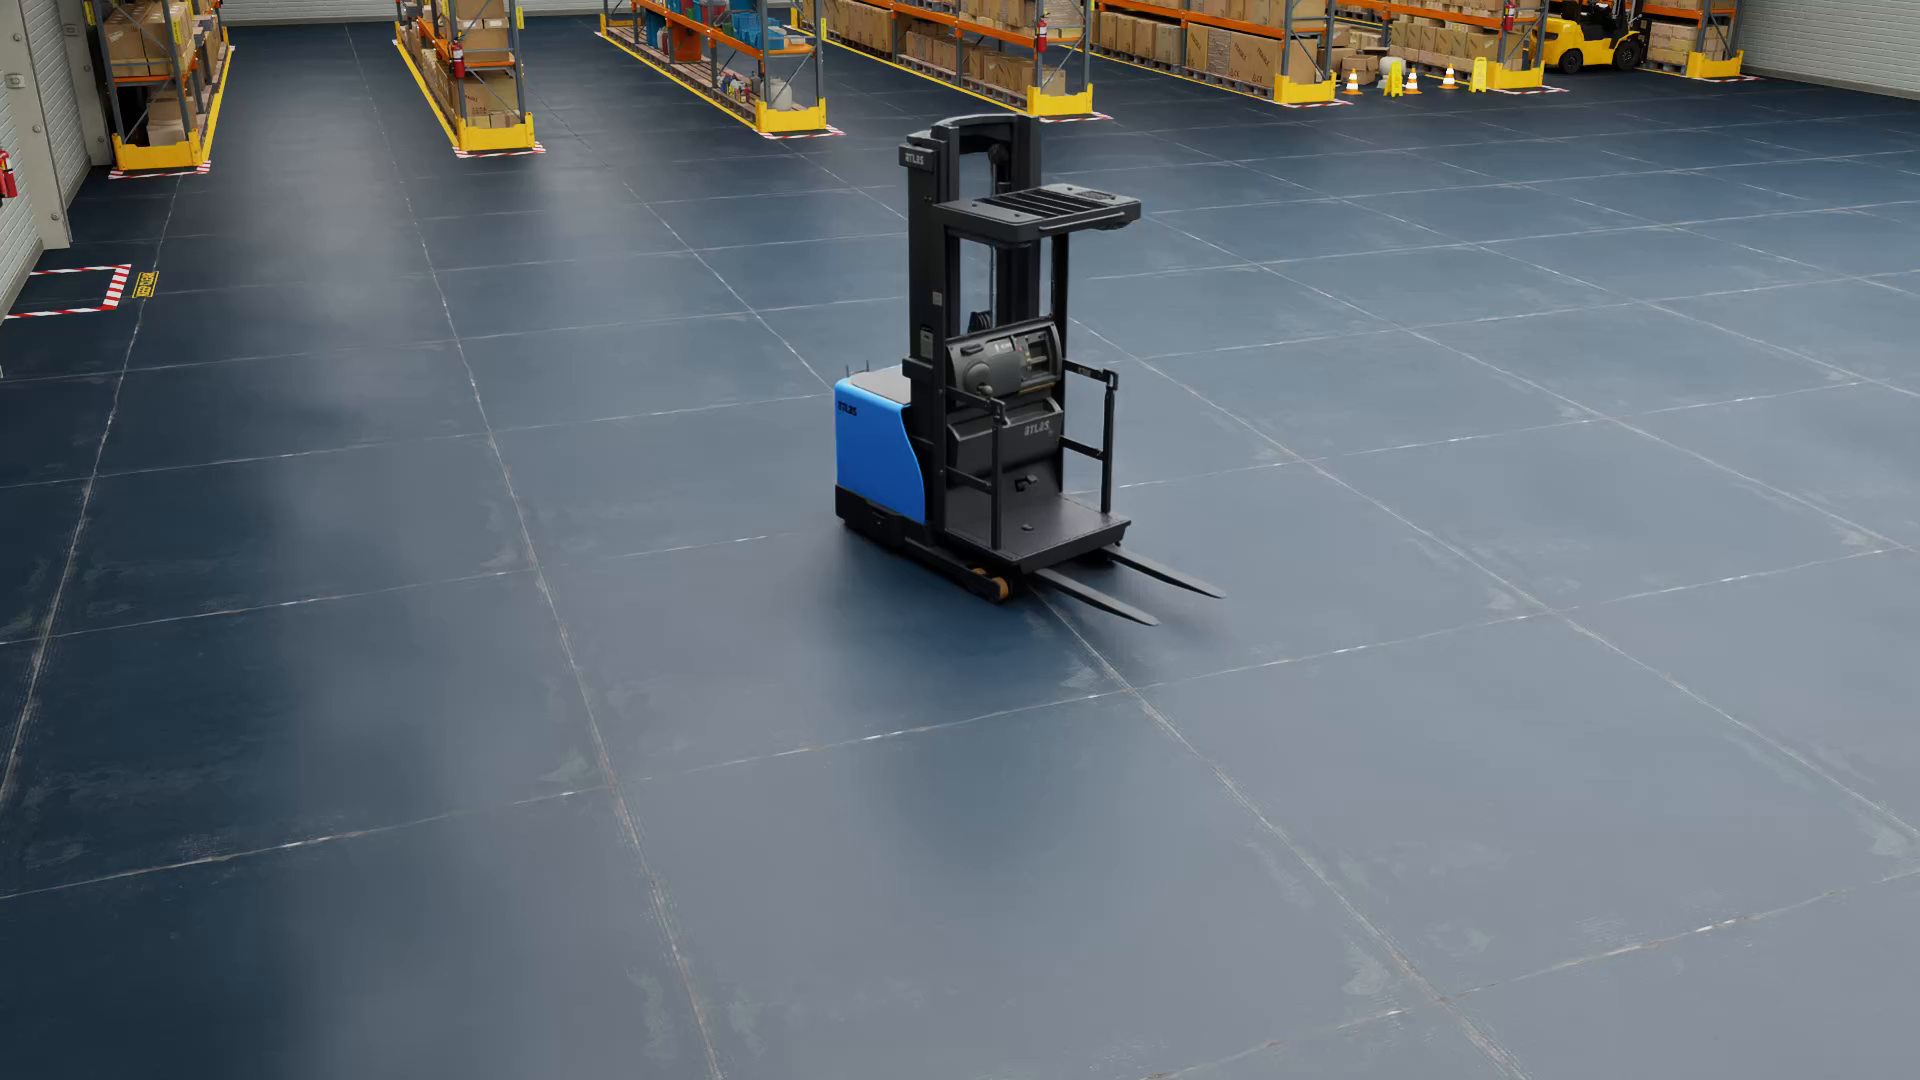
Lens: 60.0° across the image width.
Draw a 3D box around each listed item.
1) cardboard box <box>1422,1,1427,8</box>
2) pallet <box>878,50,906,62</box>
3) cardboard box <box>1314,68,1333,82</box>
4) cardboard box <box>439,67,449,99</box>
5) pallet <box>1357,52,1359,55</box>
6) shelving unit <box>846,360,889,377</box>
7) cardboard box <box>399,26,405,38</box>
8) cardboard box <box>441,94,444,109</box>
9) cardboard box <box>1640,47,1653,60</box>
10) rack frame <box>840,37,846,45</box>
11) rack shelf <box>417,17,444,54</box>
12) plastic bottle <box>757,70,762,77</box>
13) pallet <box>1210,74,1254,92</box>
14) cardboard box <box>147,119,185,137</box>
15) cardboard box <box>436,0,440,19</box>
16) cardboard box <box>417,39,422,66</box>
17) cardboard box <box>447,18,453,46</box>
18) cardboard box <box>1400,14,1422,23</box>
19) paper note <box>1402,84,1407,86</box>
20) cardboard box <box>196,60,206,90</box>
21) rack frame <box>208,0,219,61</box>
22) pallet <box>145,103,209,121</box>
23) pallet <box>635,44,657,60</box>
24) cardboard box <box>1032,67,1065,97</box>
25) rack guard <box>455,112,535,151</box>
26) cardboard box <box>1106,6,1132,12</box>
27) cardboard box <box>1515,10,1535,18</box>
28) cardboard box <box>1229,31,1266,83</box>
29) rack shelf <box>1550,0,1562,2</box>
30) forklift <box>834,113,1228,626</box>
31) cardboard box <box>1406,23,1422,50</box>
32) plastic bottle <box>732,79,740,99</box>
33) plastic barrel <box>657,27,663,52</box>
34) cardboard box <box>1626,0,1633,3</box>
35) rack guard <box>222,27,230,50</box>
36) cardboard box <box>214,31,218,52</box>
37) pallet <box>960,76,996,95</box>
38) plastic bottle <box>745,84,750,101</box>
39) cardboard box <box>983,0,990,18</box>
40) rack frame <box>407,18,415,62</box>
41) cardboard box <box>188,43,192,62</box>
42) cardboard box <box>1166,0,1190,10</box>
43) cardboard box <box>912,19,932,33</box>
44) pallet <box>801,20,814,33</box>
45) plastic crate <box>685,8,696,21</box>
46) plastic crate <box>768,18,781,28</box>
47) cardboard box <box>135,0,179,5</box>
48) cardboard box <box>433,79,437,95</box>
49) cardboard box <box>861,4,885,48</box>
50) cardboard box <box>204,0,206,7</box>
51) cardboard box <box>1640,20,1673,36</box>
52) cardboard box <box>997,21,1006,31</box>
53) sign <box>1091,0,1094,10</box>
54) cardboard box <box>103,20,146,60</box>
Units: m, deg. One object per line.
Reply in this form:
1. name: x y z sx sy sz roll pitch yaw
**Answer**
1. cardboard box: 9.931 -11.235 34.868 0.380 0.149 0.250 -8 24 -19
2. pallet: -1.211 -10.979 37.527 1.003 0.211 1.213 -8 24 -19
3. cardboard box: 7.416 -9.526 34.009 0.396 0.266 0.258 -4 23 -10
4. cardboard box: -8.634 -7.853 28.555 0.500 0.500 0.500 -8 24 -19
5. pallet: 8.970 -11.315 38.325 1.003 0.211 1.213 -8 24 -19
6. shelving unit: -0.668 -0.772 12.229 0.215 1.050 0.252 -18 29 -37
7. cardboard box: -12.995 -12.034 39.413 0.500 0.250 0.500 -8 24 -19
8. cardboard box: -8.807 -7.690 29.133 0.500 0.250 0.500 -8 24 -19
9. cardboard box: 14.940 -10.521 35.850 0.500 0.250 0.500 -8 24 -18
10. rack frame: -2.416 -13.421 39.730 1.000 3.000 0.127 -8 24 -19
11. rack shelf: -9.565 -9.551 31.475 1.077 0.370 4.000 -8 24 -19
12. plastic bottle: -3.726 -8.622 31.188 0.144 0.351 0.185 -9 24 -20
13. pallet: 5.716 -9.142 33.168 1.003 0.211 1.213 -8 24 -19
14. cardboard box: -12.440 -6.456 26.101 0.500 0.311 0.500 -6 24 -15
15. cardboard box: -9.664 -10.048 31.599 0.500 0.500 0.500 -10 25 -22
16. cardboard box: -11.004 -10.156 34.636 0.500 0.500 0.500 -9 25 -21
17. cardboard box: -8.330 -8.668 28.325 0.700 0.500 0.500 -8 24 -18
18. cardboard box: 9.625 -11.139 35.516 0.380 0.149 0.250 -8 24 -18
19. paper note: 8.898 -9.122 33.354 0.148 0.019 0.142 -18 29 -37
20. cardboard box: -14.602 -8.725 31.240 0.700 0.500 0.500 -8 24 -18
21. rack frame: -16.318 -11.382 34.892 1.000 3.000 0.127 -8 24 -19
22. pallet: -13.768 -7.473 29.208 1.003 0.211 1.213 -8 24 -19
23. pallet: -6.816 -11.170 37.980 1.003 0.211 1.213 -8 24 -19
24. cardboard box: 1.618 -8.331 30.332 0.500 0.500 0.500 -4 23 -9
25. rack guard: -7.437 -6.542 26.628 1.175 0.500 0.348 -8 24 -19
26. cardboard box: 3.656 -12.282 38.740 0.500 0.250 0.500 -9 25 -21
27. cardboard box: 11.168 -10.456 33.020 0.380 0.149 0.250 -8 24 -19
28. cardboard box: 5.885 -9.475 32.564 0.875 0.875 0.875 -9 24 -20
29. rack shelf: 13.617 -12.951 39.542 1.077 0.370 4.000 -8 24 -19
30. forklift: 0.438 -1.165 10.739 1.130 2.935 3.031 -18 29 -37
31. cardboard box: 9.837 -10.701 35.312 0.500 0.500 0.500 -7 24 -17
32. plastic bottle: -4.044 -8.176 30.129 0.144 0.351 0.185 -7 24 -17
33. plastic barrel: -6.507 -11.113 36.918 0.421 0.512 0.421 0 23 0
34. cardboard box: 14.773 -11.849 35.871 0.500 0.500 0.500 -8 24 -19
35. rack guard: -17.739 -11.692 38.847 1.175 0.500 0.348 -8 24 -19
36. cardboard box: -16.660 -10.892 36.408 0.700 0.500 0.500 -9 24 -20
37. pallet: 0.681 -8.990 32.807 1.003 0.211 1.213 -8 24 -19
38. plastic bottle: -3.833 -8.049 29.916 0.061 0.283 0.133 -8 24 -19
39. cardboard box: 0.926 -10.171 31.507 0.875 0.500 0.500 -8 24 -19
40. rack frame: -11.685 -12.063 36.508 1.000 3.000 0.127 -8 24 -19
41. cardboard box: -12.502 -7.739 26.417 0.500 0.250 0.500 -8 24 -19
42. cardboard box: 4.652 -11.357 34.704 0.500 0.500 0.500 -8 24 -19
43. cardboard box: -0.738 -11.124 35.968 0.500 0.250 0.500 -7 24 -17
44. pallet: -3.473 -13.309 43.056 1.003 0.211 1.213 -8 24 -19
45. plastic crate: -5.103 -10.331 32.671 0.450 0.188 0.662 -8 24 -19
46. plastic crate: -3.578 -9.401 30.384 0.499 0.251 0.616 -8 24 -19
47. cardboard box: -13.640 -8.913 28.341 0.700 0.500 0.500 -8 24 -19
48. cardboard box: -9.453 -8.377 30.764 0.500 0.250 0.500 -9 24 -20
49. cardboard box: -1.535 -11.760 37.985 1.225 0.875 0.875 -8 24 -19
50. cardboard box: -15.379 -10.893 33.194 0.500 0.500 0.500 -8 24 -17
51. cardboard box: 14.909 -10.981 35.654 0.500 0.250 0.500 -8 24 -18
52. cardboard box: 0.901 -9.551 30.871 0.380 0.149 0.250 -8 24 -19
53. sign: 2.331 -9.534 29.393 0.100 0.325 0.005 -8 24 -19
54. cardboard box: -12.444 -7.449 24.764 0.500 0.500 0.500 -9 24 -20
